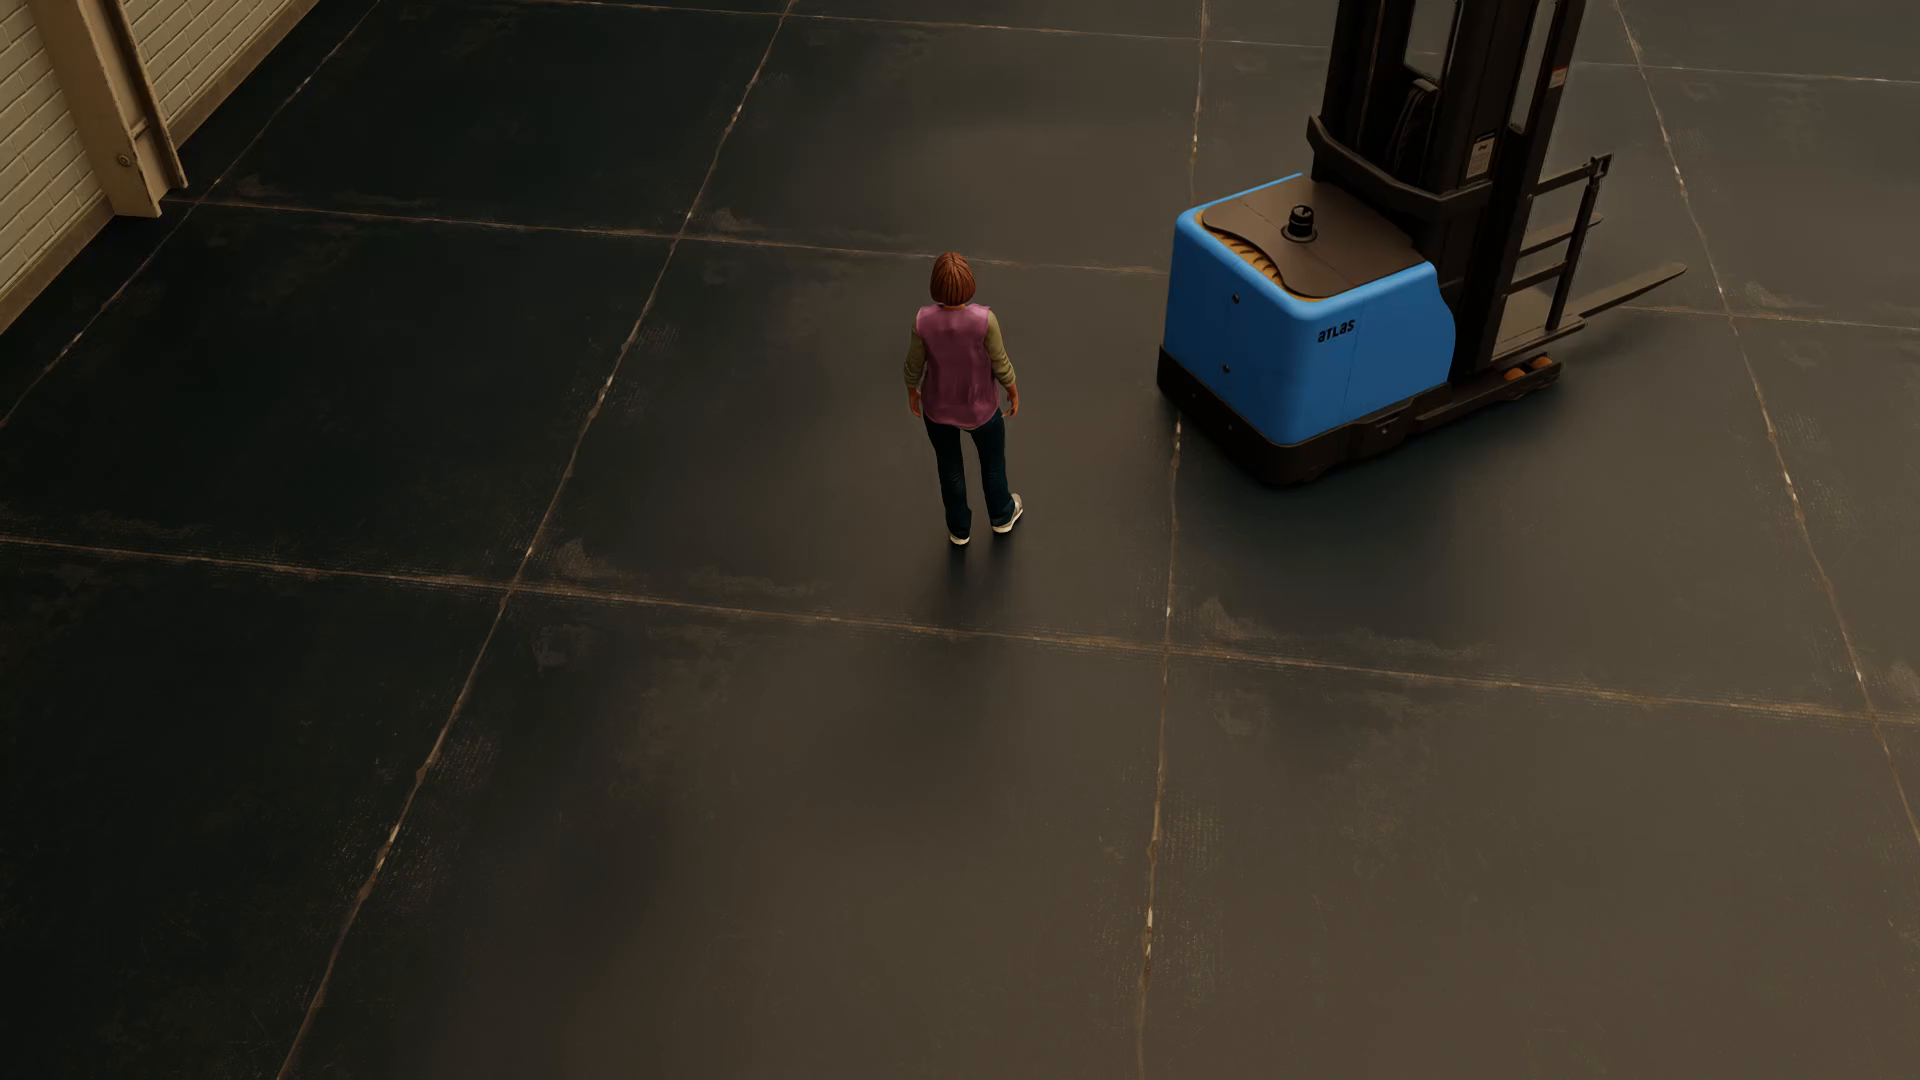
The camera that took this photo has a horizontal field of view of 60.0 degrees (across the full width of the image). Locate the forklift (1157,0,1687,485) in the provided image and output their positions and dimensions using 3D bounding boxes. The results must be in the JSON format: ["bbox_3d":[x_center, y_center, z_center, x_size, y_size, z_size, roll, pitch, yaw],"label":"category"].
[{"bbox_3d":[2.557,-2.095,8.005,3.031,2.935,1.130,-22,47,-22],"label":"forklift"}]

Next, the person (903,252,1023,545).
[{"bbox_3d":[0.024,-0.641,7.398,0.520,1.596,0.476,5,43,6],"label":"person"}]
